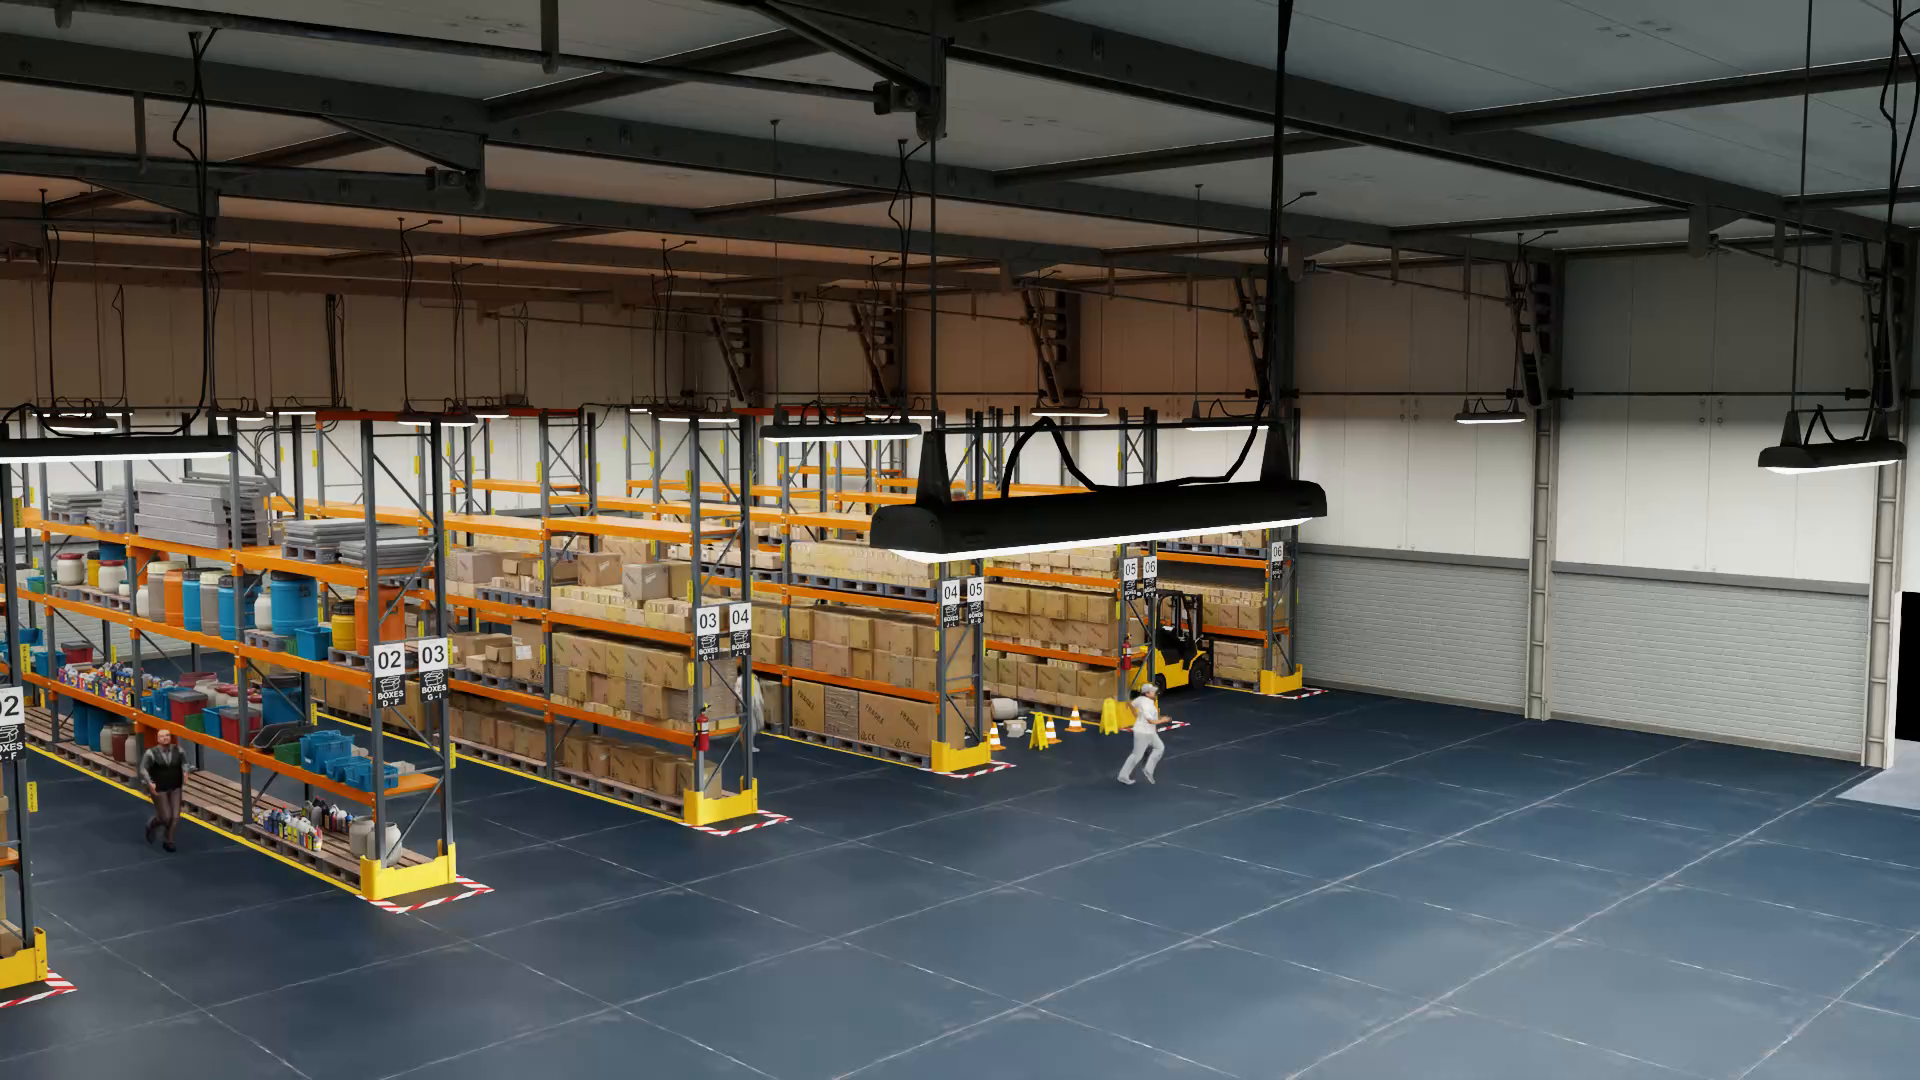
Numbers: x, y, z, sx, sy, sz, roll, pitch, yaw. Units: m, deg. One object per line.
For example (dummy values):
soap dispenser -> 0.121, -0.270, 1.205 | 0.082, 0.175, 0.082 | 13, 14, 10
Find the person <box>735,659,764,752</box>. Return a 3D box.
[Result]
person -> -3.702, 2.910, 29.336 | 0.555, 1.648, 0.612 | 4, 7, 40

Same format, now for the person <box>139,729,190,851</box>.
person -> -10.981, 3.425, 23.043 | 0.656, 1.631, 0.581 | -5, 7, -44

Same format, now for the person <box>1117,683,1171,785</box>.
person -> 2.963, 3.134, 26.807 | 0.847, 1.676, 0.611 | 0, 5, 5
